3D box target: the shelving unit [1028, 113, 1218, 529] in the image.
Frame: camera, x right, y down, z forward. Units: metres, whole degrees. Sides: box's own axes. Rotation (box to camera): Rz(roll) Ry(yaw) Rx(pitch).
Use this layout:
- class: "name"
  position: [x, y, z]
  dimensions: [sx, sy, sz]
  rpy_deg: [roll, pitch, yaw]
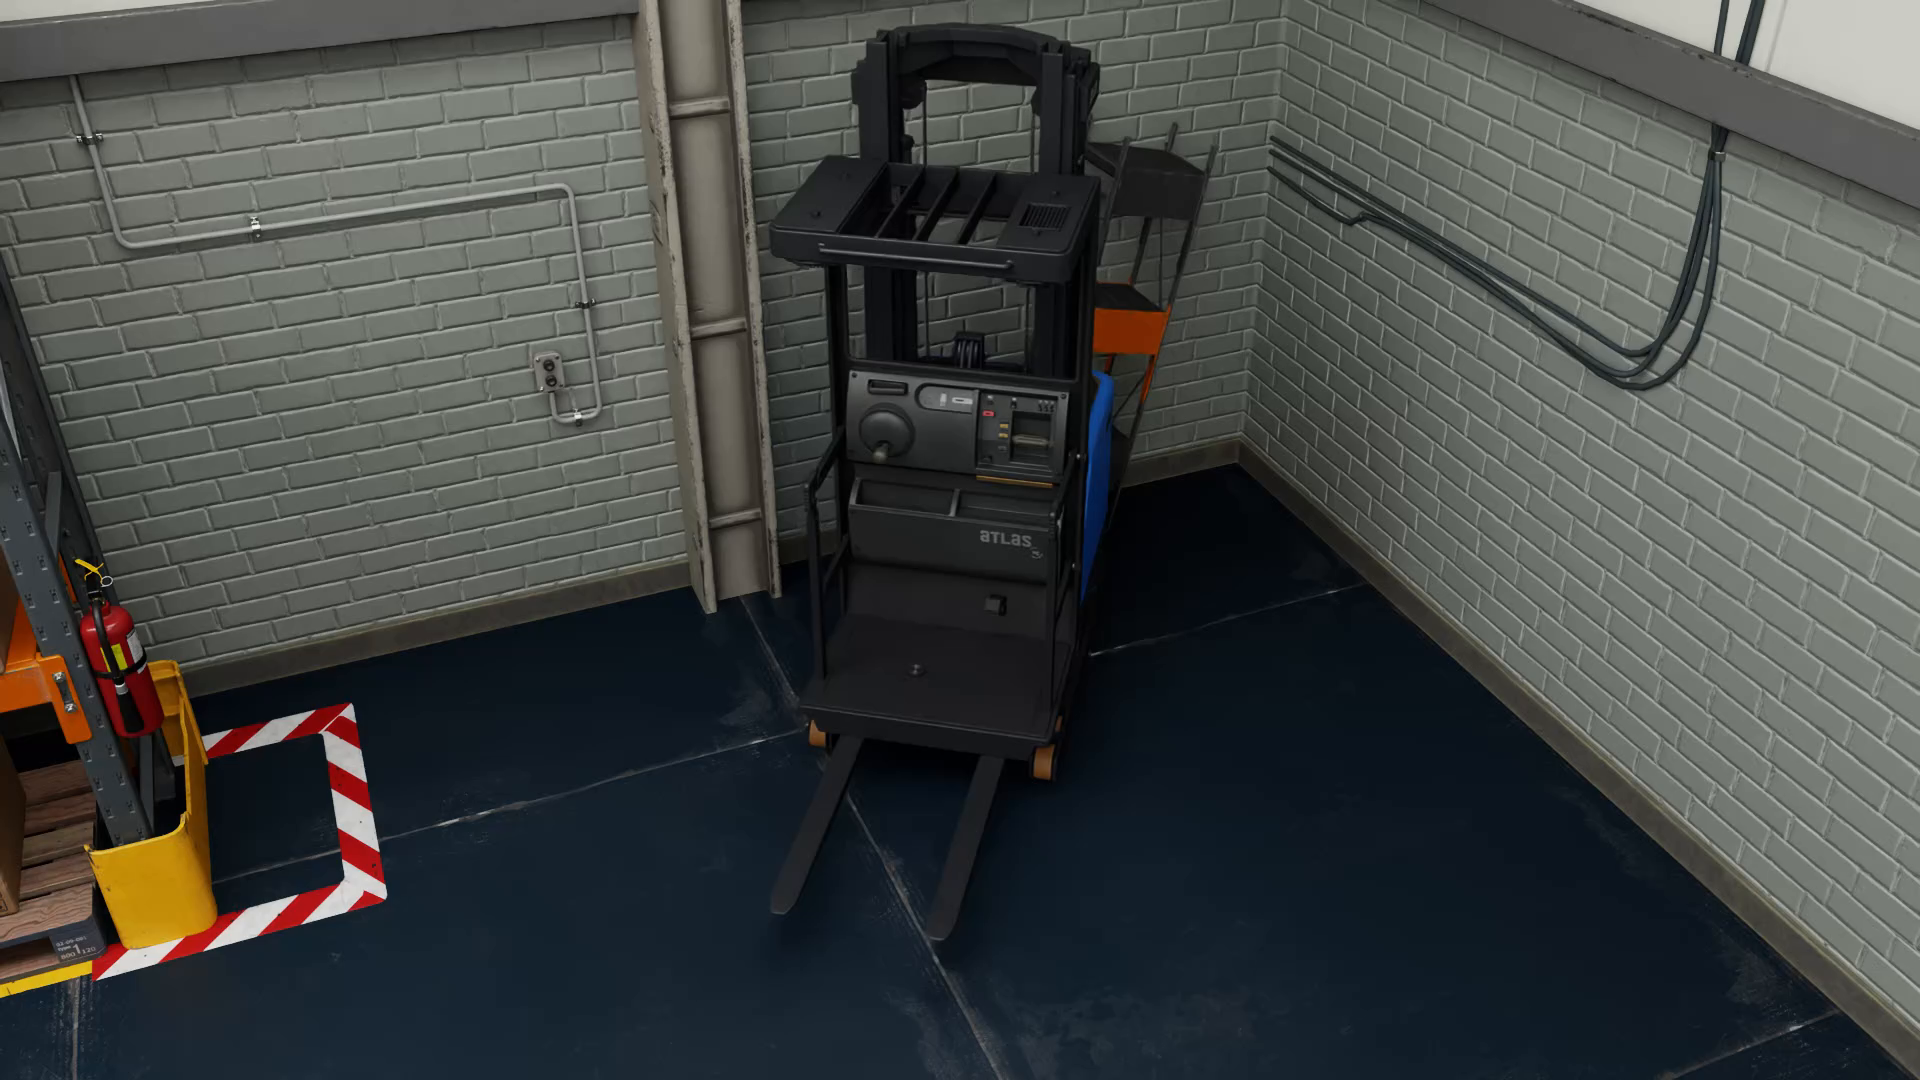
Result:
- class: "shelving unit"
  position: [0.693, -1.028, 8.342]
  dimensions: [0.503, 2.100, 0.431]
  rpy_deg: [-1, 30, -27]

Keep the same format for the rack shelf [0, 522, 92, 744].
- class: "rack shelf"
  position: [-5.125, 0.717, 5.557]
  dimensions: [4.000, 0.370, 1.077]
  rpy_deg: [-13, 35, -19]

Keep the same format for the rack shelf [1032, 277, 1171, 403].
- class: "rack shelf"
  position: [0.690, -1.016, 8.348]
  dimensions: [0.480, 0.518, 0.431]
  rpy_deg: [-1, 30, -27]

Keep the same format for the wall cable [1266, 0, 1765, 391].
- class: "wall cable"
  position: [2.073, -2.234, 6.780]
  dimensions: [0.112, 2.526, 3.097]
  rpy_deg: [-13, 35, -19]

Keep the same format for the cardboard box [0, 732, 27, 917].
- class: "cardboard box"
  position: [-3.887, 1.063, 6.273]
  dimensions: [0.500, 0.500, 0.700]
  rpy_deg: [-13, 35, -19]

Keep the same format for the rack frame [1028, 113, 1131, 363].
- class: "rack frame"
  position: [0.476, -1.023, 8.229]
  dimensions: [0.015, 2.100, 0.400]
  rpy_deg: [-1, 30, -27]

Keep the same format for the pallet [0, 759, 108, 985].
- class: "pallet"
  position: [-3.988, 1.370, 6.451]
  dimensions: [1.213, 0.211, 1.003]
  rpy_deg: [-13, 35, -19]

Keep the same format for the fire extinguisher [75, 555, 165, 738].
- class: "fire extinguisher"
  position: [-2.963, 0.382, 5.825]
  dimensions: [0.183, 0.674, 0.296]
  rpy_deg: [-13, 35, -19]

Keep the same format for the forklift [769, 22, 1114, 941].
- class: "forklift"
  position: [-0.058, -0.420, 6.708]
  dimensions: [1.130, 2.935, 3.031]
  rpy_deg: [7, 34, 10]

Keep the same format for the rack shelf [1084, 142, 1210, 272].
- class: "rack shelf"
  position: [0.837, -1.627, 8.040]
  dimensions: [0.480, 0.518, 0.431]
  rpy_deg: [-1, 30, -27]

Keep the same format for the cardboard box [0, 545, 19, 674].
- class: "cardboard box"
  position: [-3.747, -0.020, 5.755]
  dimensions: [0.700, 0.700, 0.980]
  rpy_deg: [-11, 35, -17]

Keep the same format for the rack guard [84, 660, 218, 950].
- class: "rack guard"
  position: [-3.258, 1.036, 6.700]
  dimensions: [0.348, 0.500, 1.175]
  rpy_deg: [-13, 35, -19]

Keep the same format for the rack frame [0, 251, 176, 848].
- class: "rack frame"
  position: [-3.281, -0.007, 6.010]
  dimensions: [0.127, 3.000, 1.000]
  rpy_deg: [-13, 35, -19]

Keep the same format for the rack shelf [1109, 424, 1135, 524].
- class: "rack shelf"
  position: [0.543, -0.404, 8.655]
  dimensions: [0.480, 0.518, 0.431]
  rpy_deg: [-1, 30, -27]

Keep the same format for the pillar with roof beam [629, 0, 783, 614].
- class: "pillar with roof beam"
  position: [0.541, -1.362, 2.592]
  dimensions: [0.400, 9.000, 9.100]
  rpy_deg: [-13, 35, -19]

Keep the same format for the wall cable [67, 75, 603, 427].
- class: "wall cable"
  position: [-2.466, -1.179, 6.880]
  dimensions: [1.851, 1.984, 0.084]
  rpy_deg: [-13, 35, -19]

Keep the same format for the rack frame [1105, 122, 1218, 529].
- class: "rack frame"
  position: [0.909, -1.032, 8.454]
  dimensions: [0.015, 2.100, 0.400]
  rpy_deg: [-1, 30, -27]
